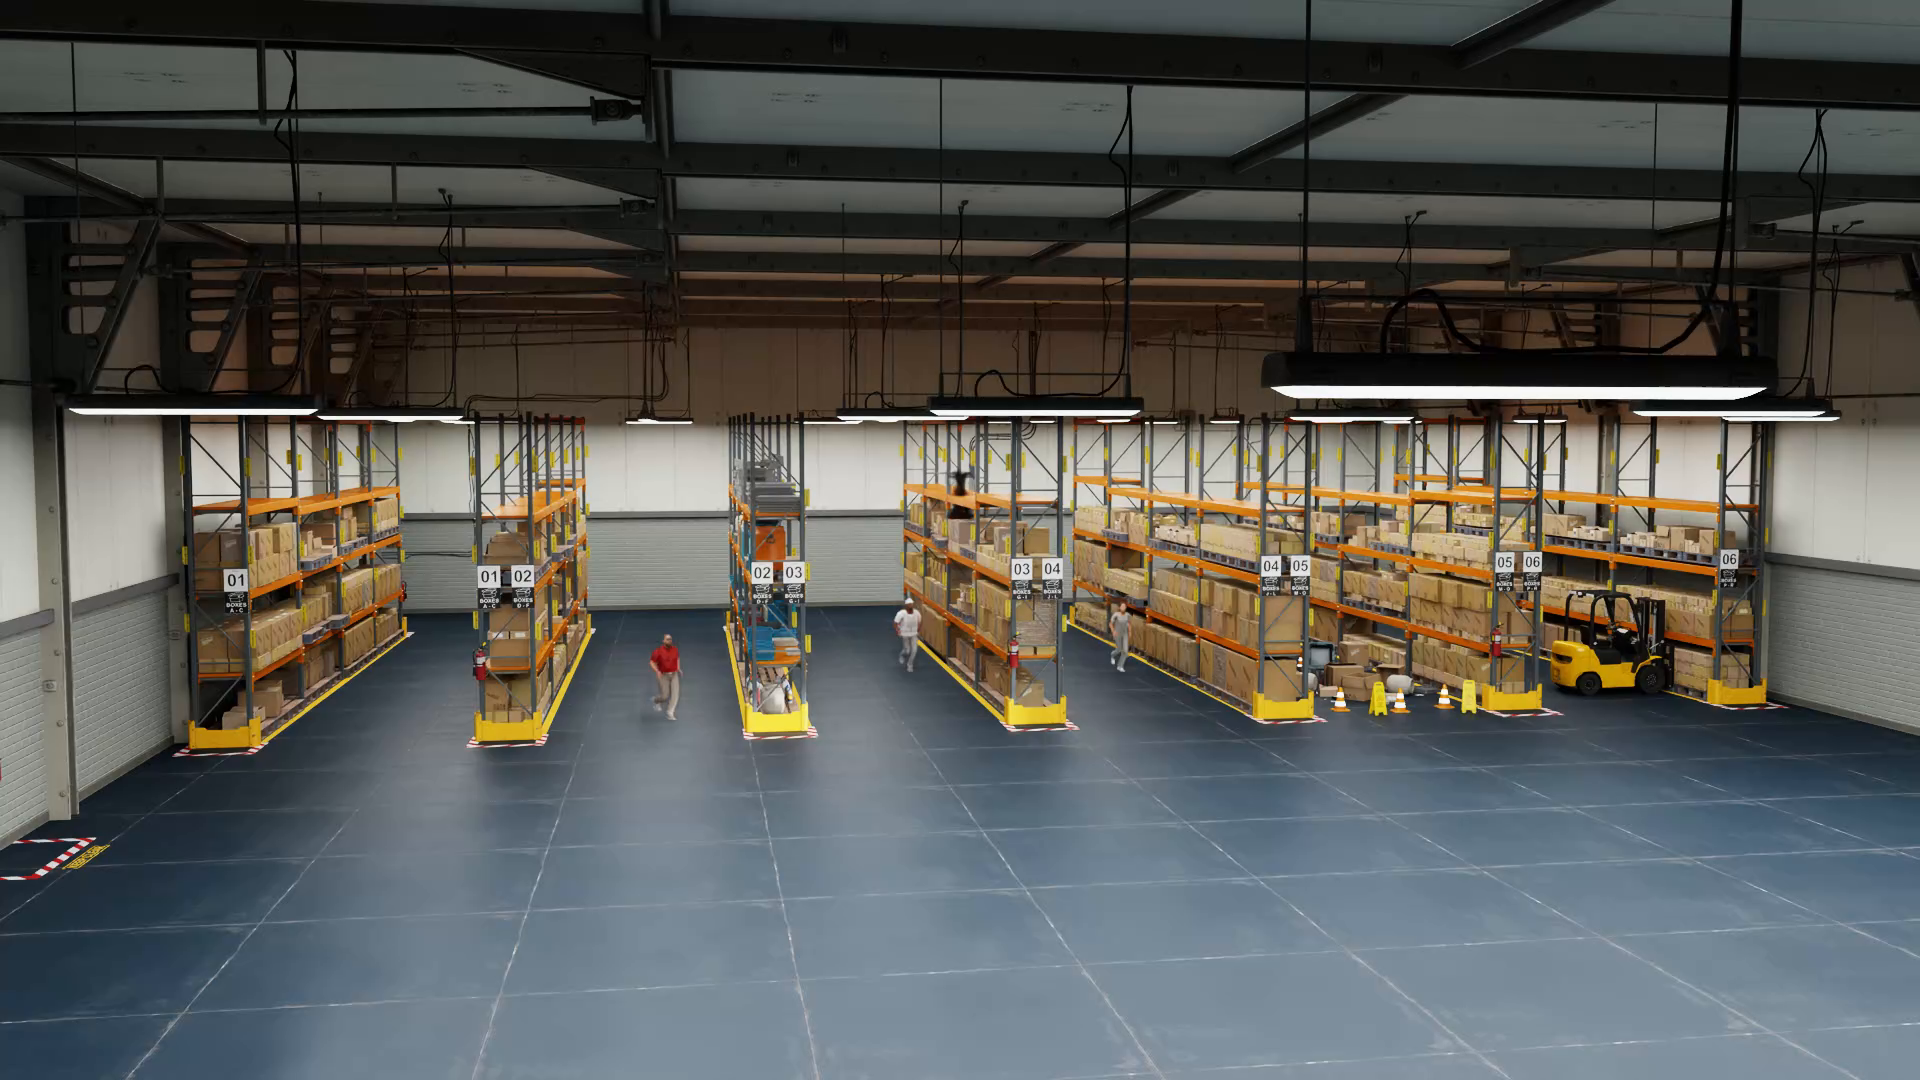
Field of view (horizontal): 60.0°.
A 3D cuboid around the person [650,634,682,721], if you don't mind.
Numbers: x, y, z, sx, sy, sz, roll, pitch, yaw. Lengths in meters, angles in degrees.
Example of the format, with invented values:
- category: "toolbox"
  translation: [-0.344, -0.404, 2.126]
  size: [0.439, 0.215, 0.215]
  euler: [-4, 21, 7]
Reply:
- category: "person"
  translation: [-5.755, 2.676, 32.564]
  size: [0.671, 1.680, 0.715]
  euler: [-3, 5, -36]

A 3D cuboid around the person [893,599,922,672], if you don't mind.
- category: "person"
  translation: [-1.209, 2.223, 39.075]
  size: [0.715, 1.720, 0.643]
  euler: [-2, 4, -21]

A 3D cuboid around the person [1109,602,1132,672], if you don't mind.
- category: "person"
  translation: [3.791, 2.259, 39.203]
  size: [0.569, 1.622, 0.659]
  euler: [-2, 4, -22]
